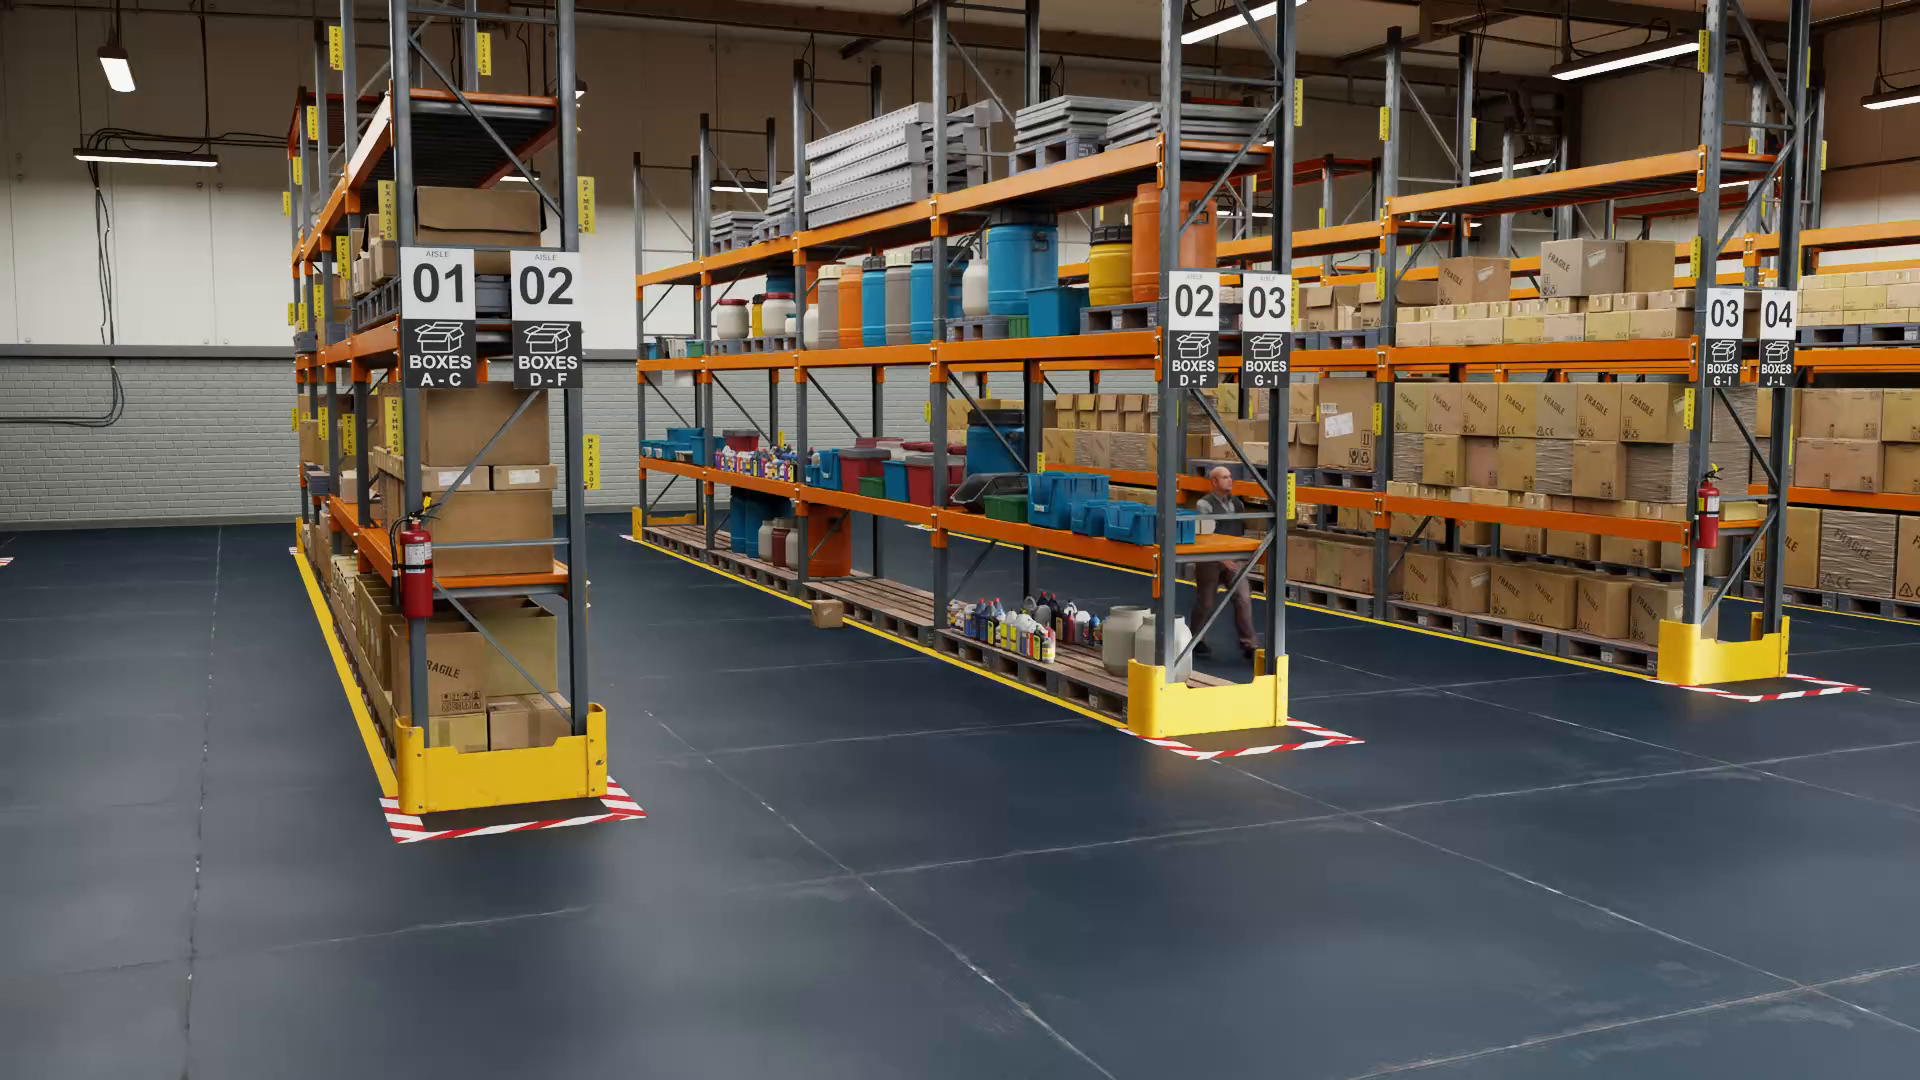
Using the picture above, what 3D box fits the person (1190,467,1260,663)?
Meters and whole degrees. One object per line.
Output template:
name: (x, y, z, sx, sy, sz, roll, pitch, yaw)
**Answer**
person: (2.336, 0.207, 14.603, 0.531, 1.699, 0.933, -2, 6, -24)
